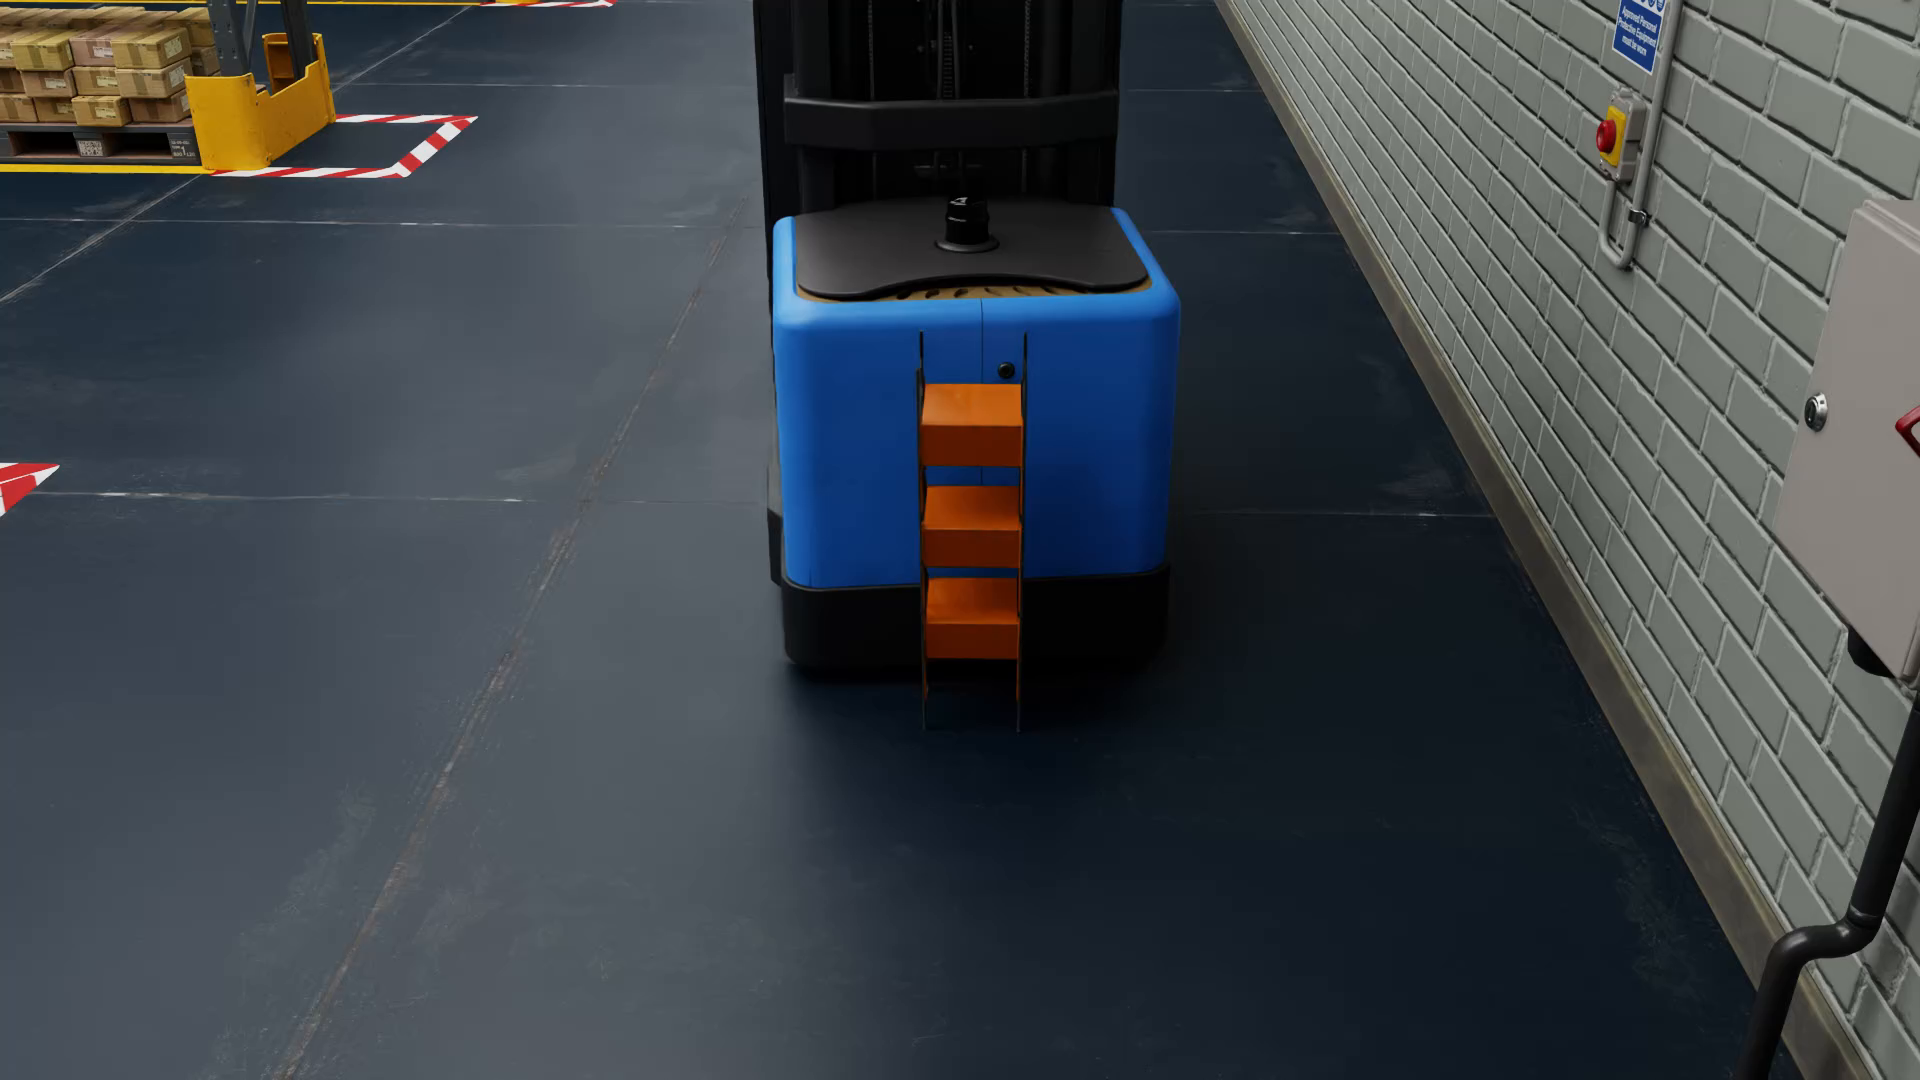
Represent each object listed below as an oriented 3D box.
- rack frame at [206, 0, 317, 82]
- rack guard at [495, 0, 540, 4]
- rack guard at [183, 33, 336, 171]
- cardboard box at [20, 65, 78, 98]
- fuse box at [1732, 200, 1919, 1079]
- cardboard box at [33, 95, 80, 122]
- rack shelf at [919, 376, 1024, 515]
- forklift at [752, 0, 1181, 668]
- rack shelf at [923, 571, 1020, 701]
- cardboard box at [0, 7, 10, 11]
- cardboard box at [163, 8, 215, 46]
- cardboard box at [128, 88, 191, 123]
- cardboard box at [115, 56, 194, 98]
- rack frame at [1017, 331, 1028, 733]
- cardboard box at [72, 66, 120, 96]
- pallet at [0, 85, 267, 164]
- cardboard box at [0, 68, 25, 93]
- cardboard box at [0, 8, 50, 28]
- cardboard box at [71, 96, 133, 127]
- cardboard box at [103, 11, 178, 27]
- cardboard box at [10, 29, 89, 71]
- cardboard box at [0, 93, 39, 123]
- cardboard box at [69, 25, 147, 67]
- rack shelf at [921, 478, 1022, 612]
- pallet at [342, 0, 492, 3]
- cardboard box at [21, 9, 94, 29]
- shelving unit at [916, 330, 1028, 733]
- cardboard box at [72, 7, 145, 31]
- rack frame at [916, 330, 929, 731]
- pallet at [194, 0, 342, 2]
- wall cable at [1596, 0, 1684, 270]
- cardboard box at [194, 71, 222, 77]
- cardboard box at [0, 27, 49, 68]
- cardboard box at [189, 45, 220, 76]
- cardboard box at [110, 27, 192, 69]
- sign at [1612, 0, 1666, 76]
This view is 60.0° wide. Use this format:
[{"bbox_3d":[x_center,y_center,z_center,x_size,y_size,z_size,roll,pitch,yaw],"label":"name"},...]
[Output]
[{"bbox_3d":[-3.870,-3.605,8.849,0.127,3.000,1.000,1,28,2],"label":"rack frame"},{"bbox_3d":[-3.570,-4.821,13.810,0.348,0.500,1.175,1,28,2],"label":"rack guard"},{"bbox_3d":[-3.946,-2.502,9.437,0.348,0.500,1.175,1,28,2],"label":"rack guard"},{"bbox_3d":[-4.927,-2.546,9.127,0.250,0.149,0.380,0,28,0],"label":"cardboard box"},{"bbox_3d":[1.472,0.346,2.771,0.414,1.711,0.539,1,28,2],"label":"fuse box"},{"bbox_3d":[-4.925,-2.444,9.253,0.250,0.149,0.380,1,28,2],"label":"cardboard box"},{"bbox_3d":[0.030,-0.225,3.954,0.240,0.259,0.215,1,33,1],"label":"rack shelf"},{"bbox_3d":[-0.090,-1.613,5.163,1.130,2.935,3.031,-3,28,-5],"label":"forklift"},{"bbox_3d":[0.032,0.245,4.262,0.240,0.259,0.215,1,33,1],"label":"rack shelf"},{"bbox_3d":[-5.698,-2.974,9.619,0.250,0.149,0.380,1,28,3],"label":"cardboard box"},{"bbox_3d":[-4.382,-2.962,9.595,0.250,0.149,0.380,0,28,-1],"label":"cardboard box"},{"bbox_3d":[-4.404,-2.442,9.250,0.250,0.149,0.380,1,28,3],"label":"cardboard box"},{"bbox_3d":[-4.408,-2.538,9.113,0.250,0.149,0.380,0,28,0],"label":"cardboard box"},{"bbox_3d":[0.153,0.005,4.101,0.008,1.050,0.200,1,33,1],"label":"rack frame"},{"bbox_3d":[-4.667,-2.567,9.169,0.250,0.149,0.380,0,28,1],"label":"cardboard box"},{"bbox_3d":[-4.757,-2.405,9.561,1.213,0.211,1.003,1,28,2],"label":"pallet"},{"bbox_3d":[-5.192,-2.598,9.227,0.250,0.149,0.380,1,28,1],"label":"cardboard box"},{"bbox_3d":[-5.437,-2.949,9.570,0.250,0.149,0.380,2,28,4],"label":"cardboard box"},{"bbox_3d":[-4.664,-2.399,9.169,0.250,0.149,0.380,2,28,3],"label":"cardboard box"},{"bbox_3d":[-4.662,-2.910,9.497,0.250,0.149,0.380,1,28,3],"label":"cardboard box"},{"bbox_3d":[-4.921,-2.660,9.026,0.250,0.149,0.380,0,28,1],"label":"cardboard box"},{"bbox_3d":[-5.173,-2.442,9.249,0.250,0.149,0.380,1,28,2],"label":"cardboard box"},{"bbox_3d":[-4.658,-2.715,9.130,0.250,0.149,0.380,1,28,3],"label":"cardboard box"},{"bbox_3d":[0.031,0.012,4.110,0.240,0.259,0.215,1,33,1],"label":"rack shelf"},{"bbox_3d":[-4.396,-4.670,13.834,1.213,0.211,1.003,1,28,2],"label":"pallet"},{"bbox_3d":[-5.160,-2.940,9.553,0.250,0.149,0.380,0,28,-1],"label":"cardboard box"},{"bbox_3d":[0.031,0.003,4.104,0.252,1.050,0.215,1,33,1],"label":"shelving unit"},{"bbox_3d":[-4.909,-2.974,9.618,0.250,0.149,0.380,1,28,2],"label":"cardboard box"},{"bbox_3d":[-0.091,0.002,4.107,0.008,1.050,0.200,1,33,1],"label":"rack frame"},{"bbox_3d":[-5.612,-4.691,13.875,1.213,0.211,1.003,1,28,2],"label":"pallet"},{"bbox_3d":[1.692,-1.667,4.074,0.123,1.953,0.585,1,28,2],"label":"wall cable"},{"bbox_3d":[-4.383,-2.690,9.717,0.250,0.149,0.380,2,28,3],"label":"cardboard box"},{"bbox_3d":[-5.177,-2.694,9.090,0.250,0.149,0.380,0,28,0],"label":"cardboard box"},{"bbox_3d":[-4.385,-2.792,9.591,0.250,0.149,0.380,2,28,4],"label":"cardboard box"},{"bbox_3d":[-4.408,-2.684,9.071,0.250,0.149,0.380,1,28,2],"label":"cardboard box"},{"bbox_3d":[1.755,-1.345,4.297,0.001,0.218,0.327,1,28,2],"label":"sign"}]
